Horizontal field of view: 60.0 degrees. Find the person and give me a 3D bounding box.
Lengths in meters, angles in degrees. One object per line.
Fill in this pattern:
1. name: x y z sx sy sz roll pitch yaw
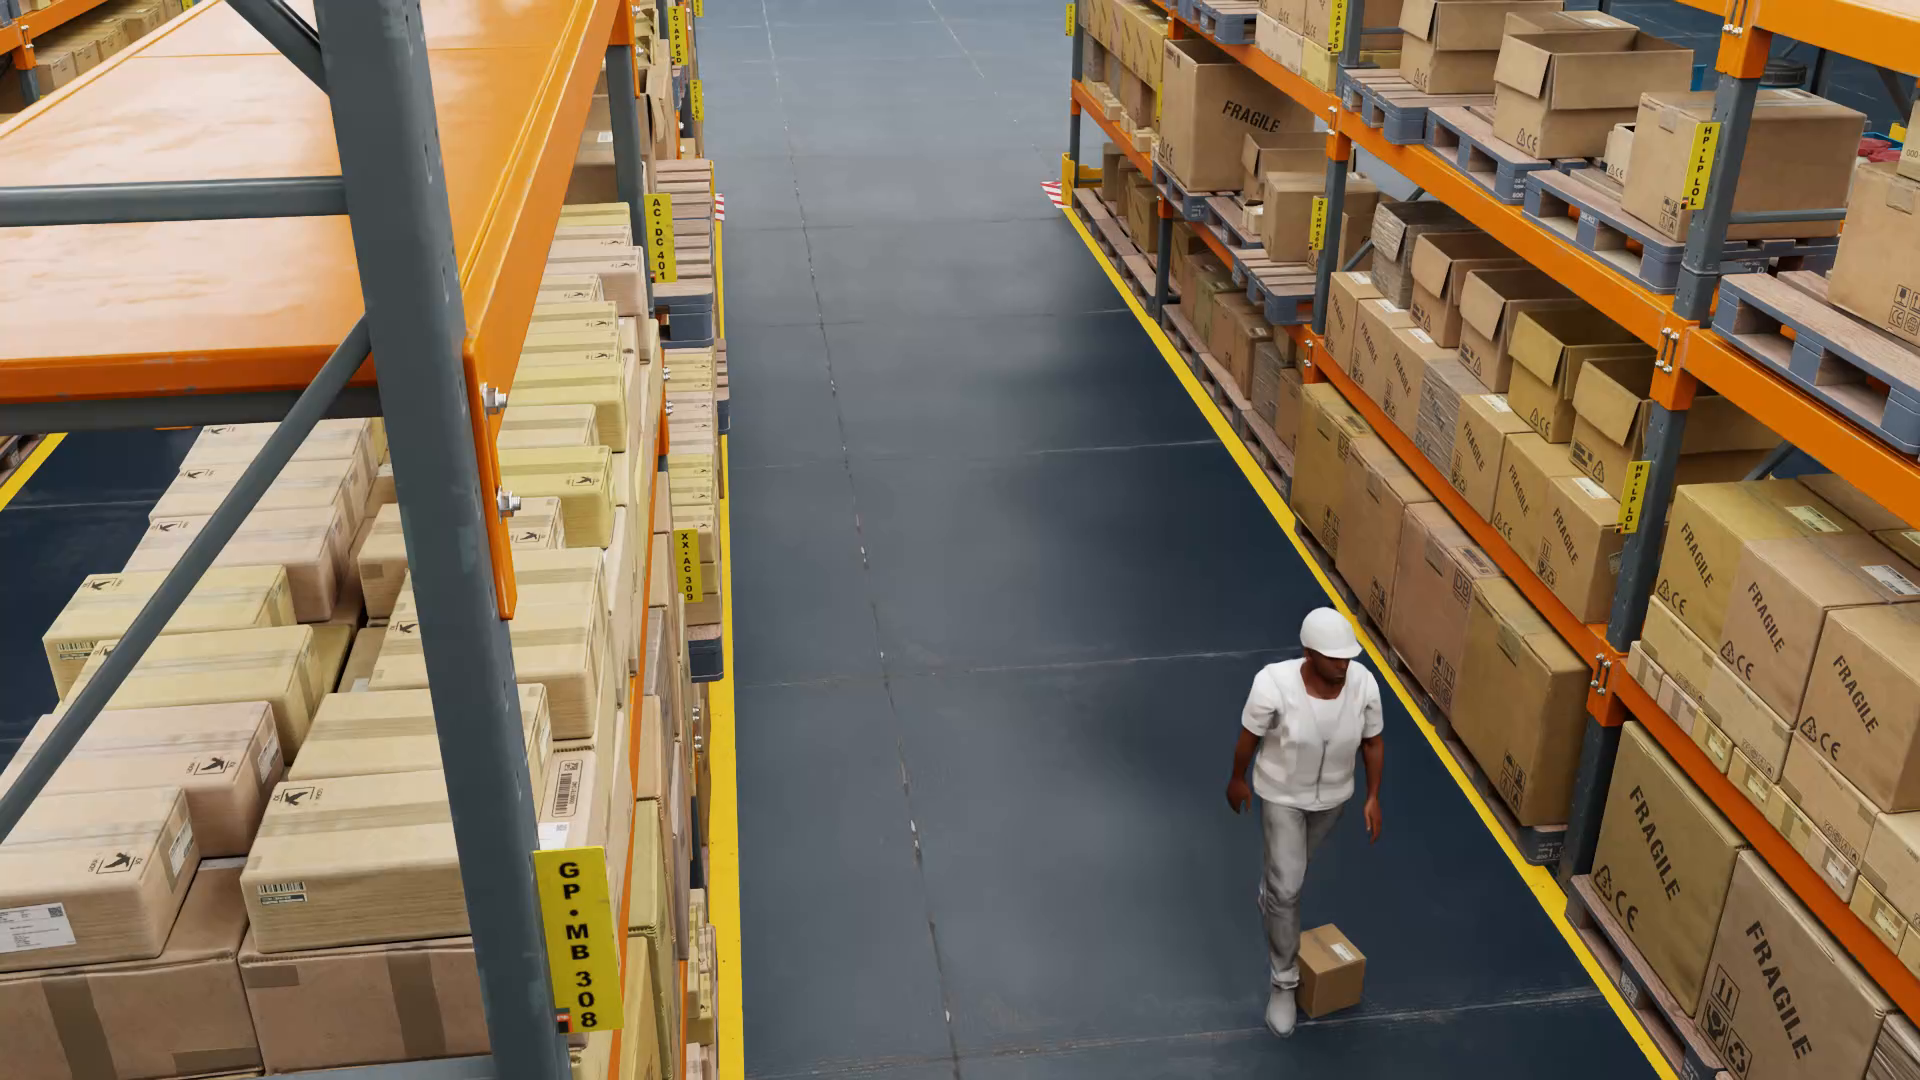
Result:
1. person: 1.474 1.088 6.938 0.592 1.773 0.834 -6 28 -12
